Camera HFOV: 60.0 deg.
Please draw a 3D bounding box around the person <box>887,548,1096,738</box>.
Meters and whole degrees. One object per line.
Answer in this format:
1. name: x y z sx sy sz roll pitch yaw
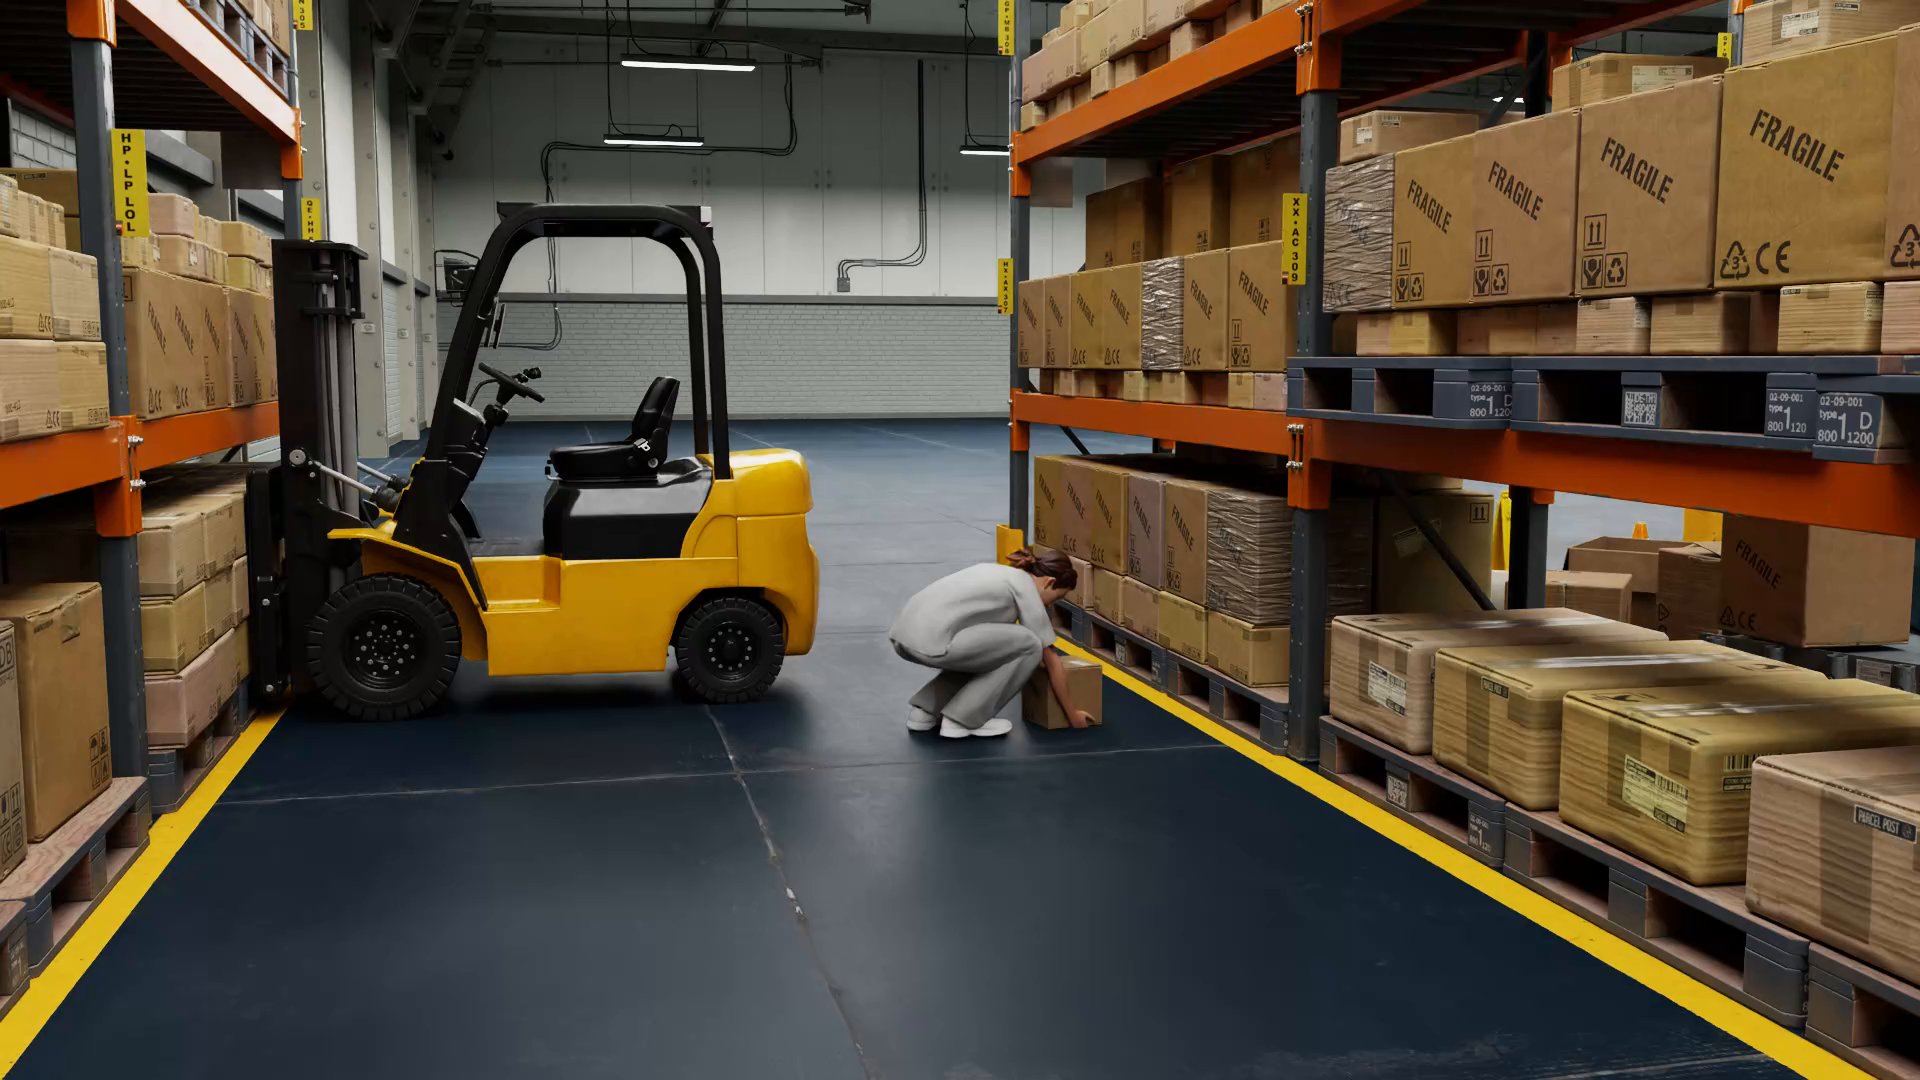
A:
1. person: 0.117 0.439 6.772 0.849 0.811 0.469 -3 7 -26
